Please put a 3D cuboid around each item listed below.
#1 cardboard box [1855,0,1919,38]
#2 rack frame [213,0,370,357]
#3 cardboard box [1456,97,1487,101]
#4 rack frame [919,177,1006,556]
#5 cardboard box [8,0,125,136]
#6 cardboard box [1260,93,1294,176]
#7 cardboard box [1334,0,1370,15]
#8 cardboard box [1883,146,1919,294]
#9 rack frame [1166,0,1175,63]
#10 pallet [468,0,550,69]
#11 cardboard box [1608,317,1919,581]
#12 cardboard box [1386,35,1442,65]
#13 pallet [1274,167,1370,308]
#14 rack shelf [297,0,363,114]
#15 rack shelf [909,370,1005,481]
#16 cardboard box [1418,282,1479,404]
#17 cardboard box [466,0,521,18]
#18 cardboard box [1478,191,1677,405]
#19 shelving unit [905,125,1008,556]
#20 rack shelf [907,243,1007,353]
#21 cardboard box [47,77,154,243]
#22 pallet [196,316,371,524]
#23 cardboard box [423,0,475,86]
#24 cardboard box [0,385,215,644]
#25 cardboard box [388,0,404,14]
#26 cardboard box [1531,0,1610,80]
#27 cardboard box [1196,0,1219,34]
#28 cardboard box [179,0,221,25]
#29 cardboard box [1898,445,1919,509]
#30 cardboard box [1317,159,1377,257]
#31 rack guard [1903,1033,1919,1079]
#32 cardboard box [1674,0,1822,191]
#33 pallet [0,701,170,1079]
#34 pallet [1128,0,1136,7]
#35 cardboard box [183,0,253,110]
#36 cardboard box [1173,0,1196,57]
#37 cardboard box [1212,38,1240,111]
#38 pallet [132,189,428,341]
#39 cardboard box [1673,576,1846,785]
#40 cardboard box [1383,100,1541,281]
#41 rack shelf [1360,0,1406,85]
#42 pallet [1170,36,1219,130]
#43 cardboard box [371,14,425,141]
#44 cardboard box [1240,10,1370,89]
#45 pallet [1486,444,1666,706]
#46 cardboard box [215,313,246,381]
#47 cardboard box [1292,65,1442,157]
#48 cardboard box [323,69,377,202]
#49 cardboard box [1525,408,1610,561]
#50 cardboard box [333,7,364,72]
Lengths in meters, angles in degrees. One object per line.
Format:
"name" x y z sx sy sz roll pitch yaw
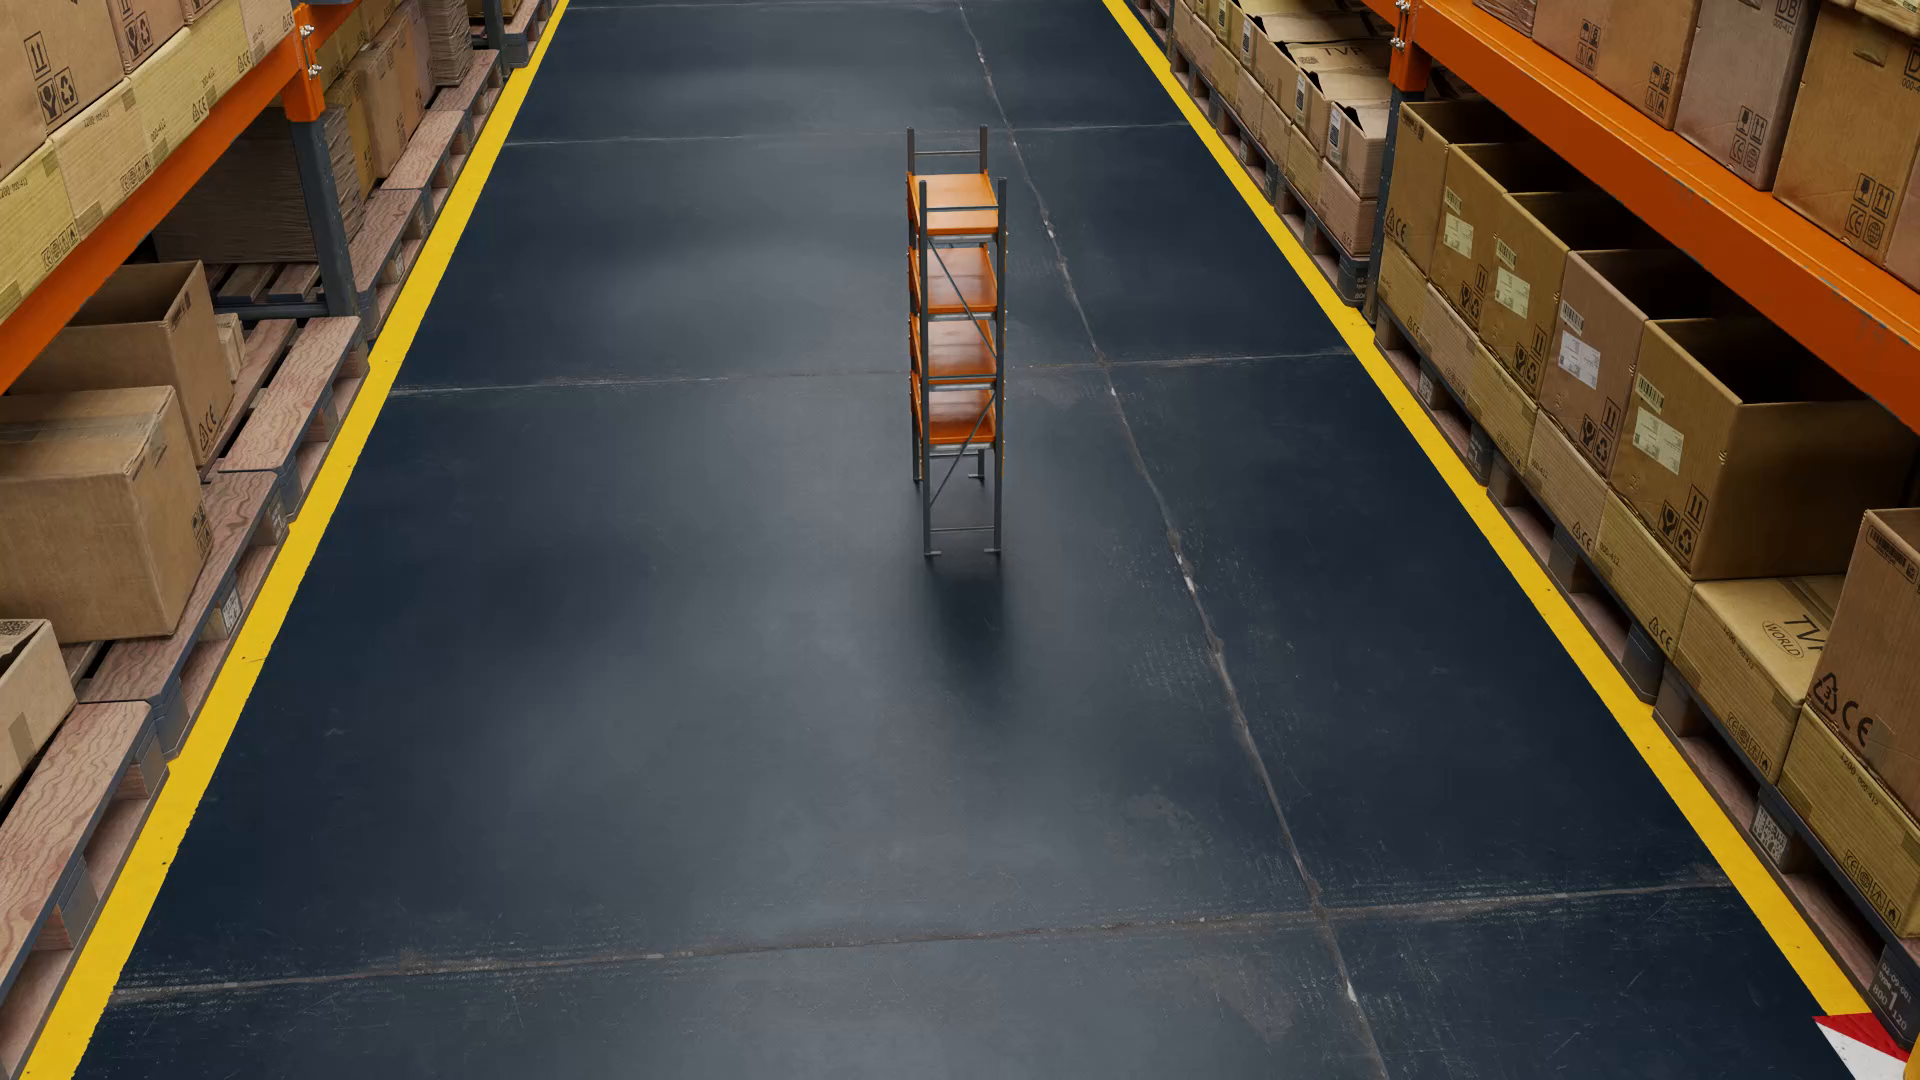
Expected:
"cardboard box" 2.195 -1.191 3.588 0.380 0.149 0.250 -2 31 -3
"rack frame" -2.789 -1.960 5.606 1.000 3.000 0.127 -3 31 -5
"cardboard box" 2.352 -1.663 6.833 0.500 0.311 0.500 -3 31 -4
"rack frame" 0.007 -0.475 4.875 0.240 1.200 0.015 -3 31 -5
"cardboard box" -2.299 -1.222 3.766 0.500 0.500 0.500 -2 31 -3
"cardboard box" 1.722 -1.916 7.805 0.500 0.250 0.500 -2 31 -3
"cardboard box" 2.163 -2.703 8.576 0.500 0.311 0.500 -3 31 -5
"cardboard box" 2.432 -0.707 3.410 0.700 0.500 0.500 -2 31 -3
"rack frame" 1.769 -4.241 9.425 1.000 3.000 0.127 -3 31 -5
"pallet" -3.161 -3.211 10.420 1.003 0.211 1.213 -3 31 -5
"cardboard box" 2.062 -0.248 4.281 0.500 0.500 0.500 -3 31 -5
"cardboard box" 2.261 -2.183 7.704 0.500 0.311 0.500 -4 31 -6
"pallet" 2.035 -1.376 7.348 1.003 0.211 1.213 -3 31 -5
"rack shelf" -2.976 -2.672 7.500 1.077 0.370 4.000 -3 31 -5
"rack shelf" -0.015 -0.371 5.220 0.258 0.148 0.480 -3 31 -5
"cardboard box" 1.926 -0.692 5.755 0.500 0.250 0.500 -3 31 -5
"cardboard box" -3.101 -3.641 10.107 0.750 0.750 0.750 -3 31 -5
"cardboard box" 1.968 -0.758 5.135 0.500 0.500 0.500 -3 31 -5
"shelving unit" -0.015 -0.600 5.084 0.258 1.200 0.503 -3 31 -5
"rack shelf" -0.015 -0.734 5.004 0.258 0.148 0.480 -3 31 -5
"cardboard box" -2.294 -0.909 3.974 0.500 0.250 0.500 -2 31 -4
"pallet" -2.691 -0.421 5.750 1.003 0.211 1.213 -3 31 -5
"cardboard box" -3.044 -2.753 8.942 0.700 0.500 0.500 -2 31 -4
"cardboard box" -2.462 -0.059 4.432 0.700 0.500 0.500 -5 31 -8
"cardboard box" -3.053 -2.781 8.257 0.500 0.250 0.500 -2 31 -4
"cardboard box" 2.246 -1.747 5.152 0.700 0.500 0.500 -3 31 -5
"cardboard box" 1.583 -2.933 8.959 0.500 0.311 0.500 -3 31 -6
"cardboard box" -2.385 -1.745 4.641 0.500 0.500 0.500 -3 31 -5
"cardboard box" 2.580 -0.273 4.322 0.500 0.500 0.500 -3 31 -5
"cardboard box" 1.815 -1.397 6.935 0.500 0.250 0.500 -3 31 -5
"rack guard" 2.519 0.929 3.208 1.175 0.500 0.348 -3 31 -5
"cardboard box" 2.338 -1.229 4.285 0.700 0.500 0.500 -2 31 -3
"pallet" -2.463 0.824 3.664 1.003 0.211 1.213 -3 31 -5
"pallet" 1.626 -4.048 11.822 1.003 0.211 1.213 -3 31 -5
"cardboard box" -2.405 -1.422 4.832 0.500 0.250 0.500 -3 31 -4
"cardboard box" 1.525 -2.960 9.552 0.500 0.250 0.500 -3 31 -5
"cardboard box" 1.628 -2.438 8.678 0.500 0.250 0.500 -4 31 -6
"pallet" -2.863 -1.160 6.986 1.003 0.211 1.213 -3 31 -5
"cardboard box" 2.113 0.329 4.046 0.500 0.250 0.500 -3 31 -5
"cardboard box" 1.874 -1.269 5.990 0.500 0.500 0.500 -3 31 -5
"rack shelf" 1.956 -2.911 7.900 1.077 0.370 4.000 -3 31 -5
"pallet" 1.807 -2.622 9.434 1.003 0.211 1.213 -3 31 -5
"cardboard box" -3.037 -2.232 8.070 0.700 0.500 0.500 -3 31 -5
"cardboard box" 1.677 -2.410 8.084 0.500 0.311 0.500 -3 31 -5
"pallet" 2.292 0.030 4.993 1.003 0.211 1.213 -3 31 -5
"cardboard box" -2.709 -0.661 5.765 0.380 0.166 0.250 -7 32 -11
"cardboard box" 1.765 -1.898 7.227 0.500 0.311 0.500 -2 31 -3
"cardboard box" -2.973 -1.712 7.199 0.700 0.500 0.500 -3 31 -6
"cardboard box" 2.020 -0.182 4.901 0.500 0.250 0.500 -3 31 -5
"cardboard box" -2.971 -2.263 7.390 0.500 0.250 0.500 -4 31 -6
